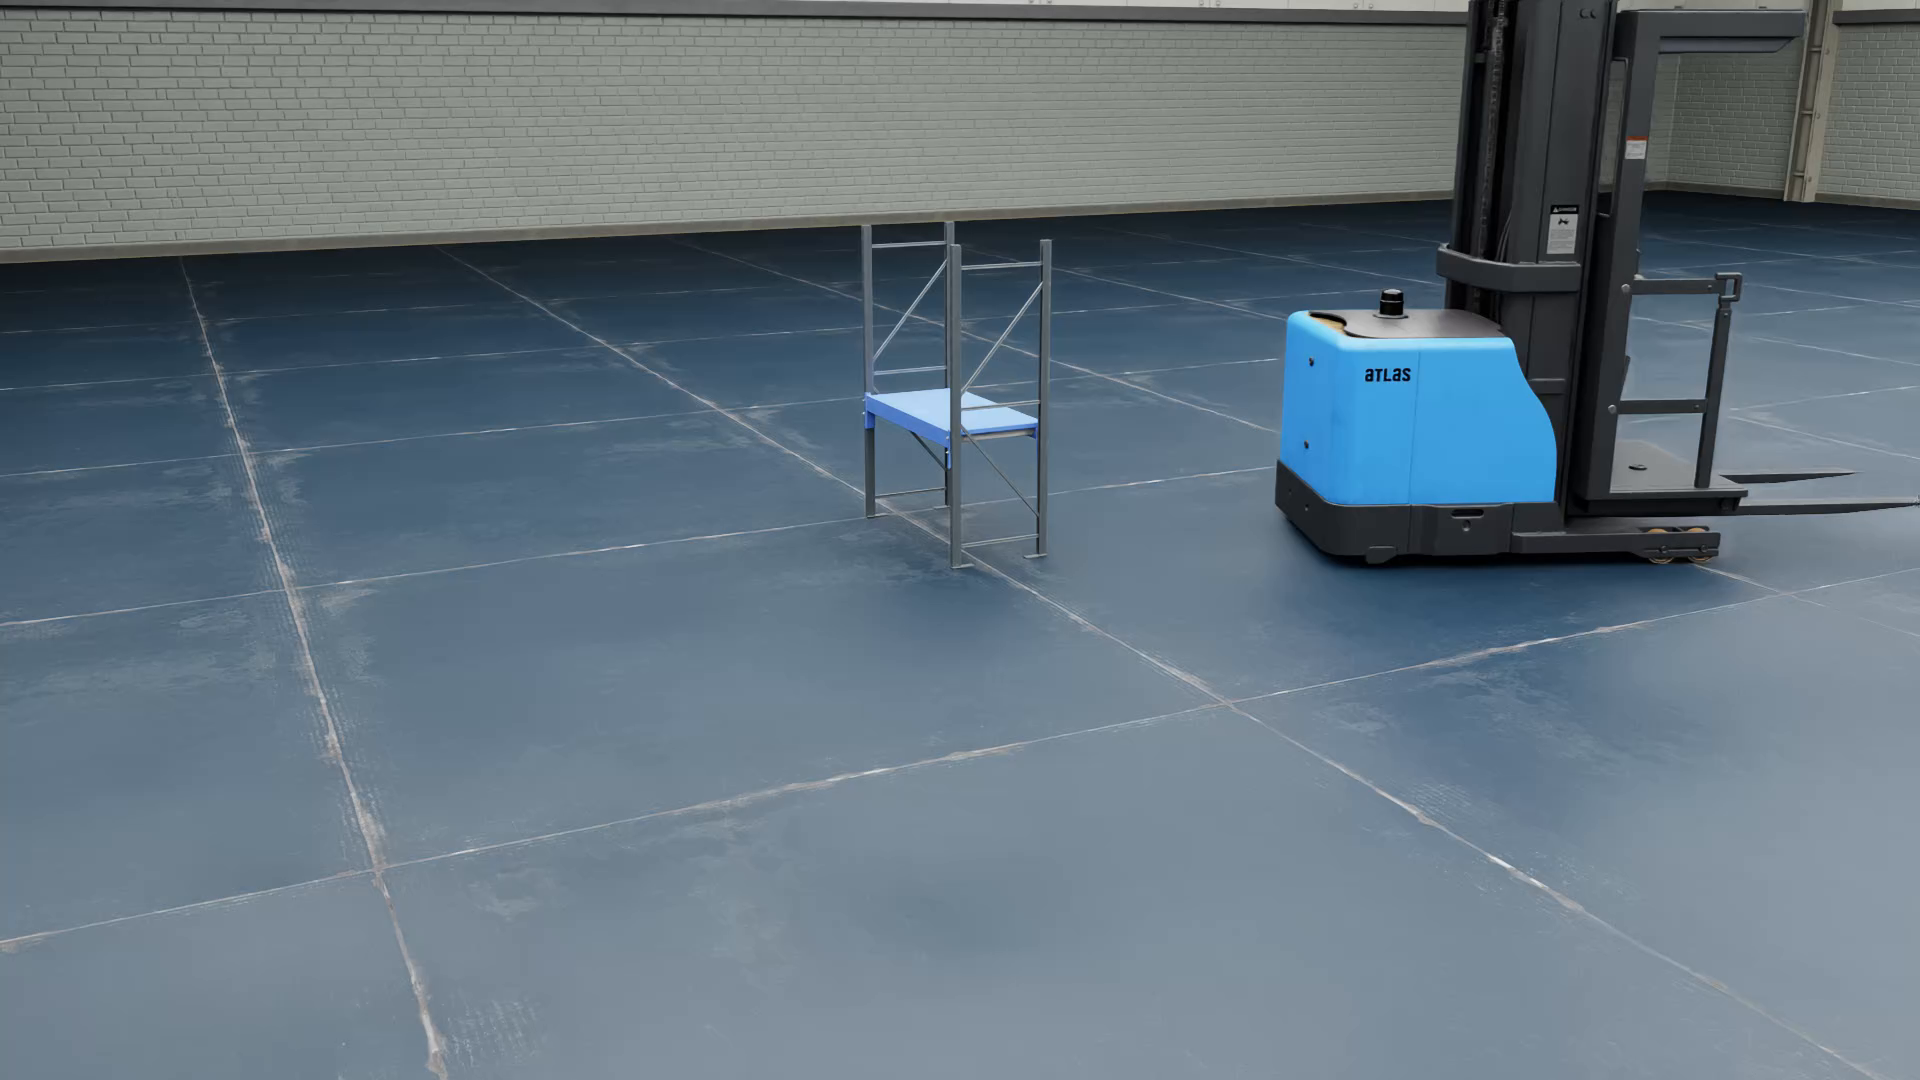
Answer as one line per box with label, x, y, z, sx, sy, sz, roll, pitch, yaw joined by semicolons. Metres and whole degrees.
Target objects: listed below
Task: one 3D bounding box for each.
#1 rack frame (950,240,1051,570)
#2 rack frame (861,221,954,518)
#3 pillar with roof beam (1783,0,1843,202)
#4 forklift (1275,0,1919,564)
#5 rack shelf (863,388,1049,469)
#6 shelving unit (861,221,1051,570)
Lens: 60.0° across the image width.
rack frame;0.185;-0.616;7.678;0.500;1.500;0.032;-8;18;-25
rack frame;-0.260;-0.868;8.557;0.500;1.500;0.032;-8;18;-25
pillar with roof beam;10.487;-9.602;25.395;9.100;9.000;0.400;-8;18;-25
forklift;3.178;-1.439;7.951;3.031;2.935;1.130;-1;16;-4
rack shelf;-0.037;-0.569;8.167;0.538;0.185;1.000;-8;18;-25
shelving unit;-0.037;-0.742;8.117;0.538;1.500;1.048;-8;18;-25
